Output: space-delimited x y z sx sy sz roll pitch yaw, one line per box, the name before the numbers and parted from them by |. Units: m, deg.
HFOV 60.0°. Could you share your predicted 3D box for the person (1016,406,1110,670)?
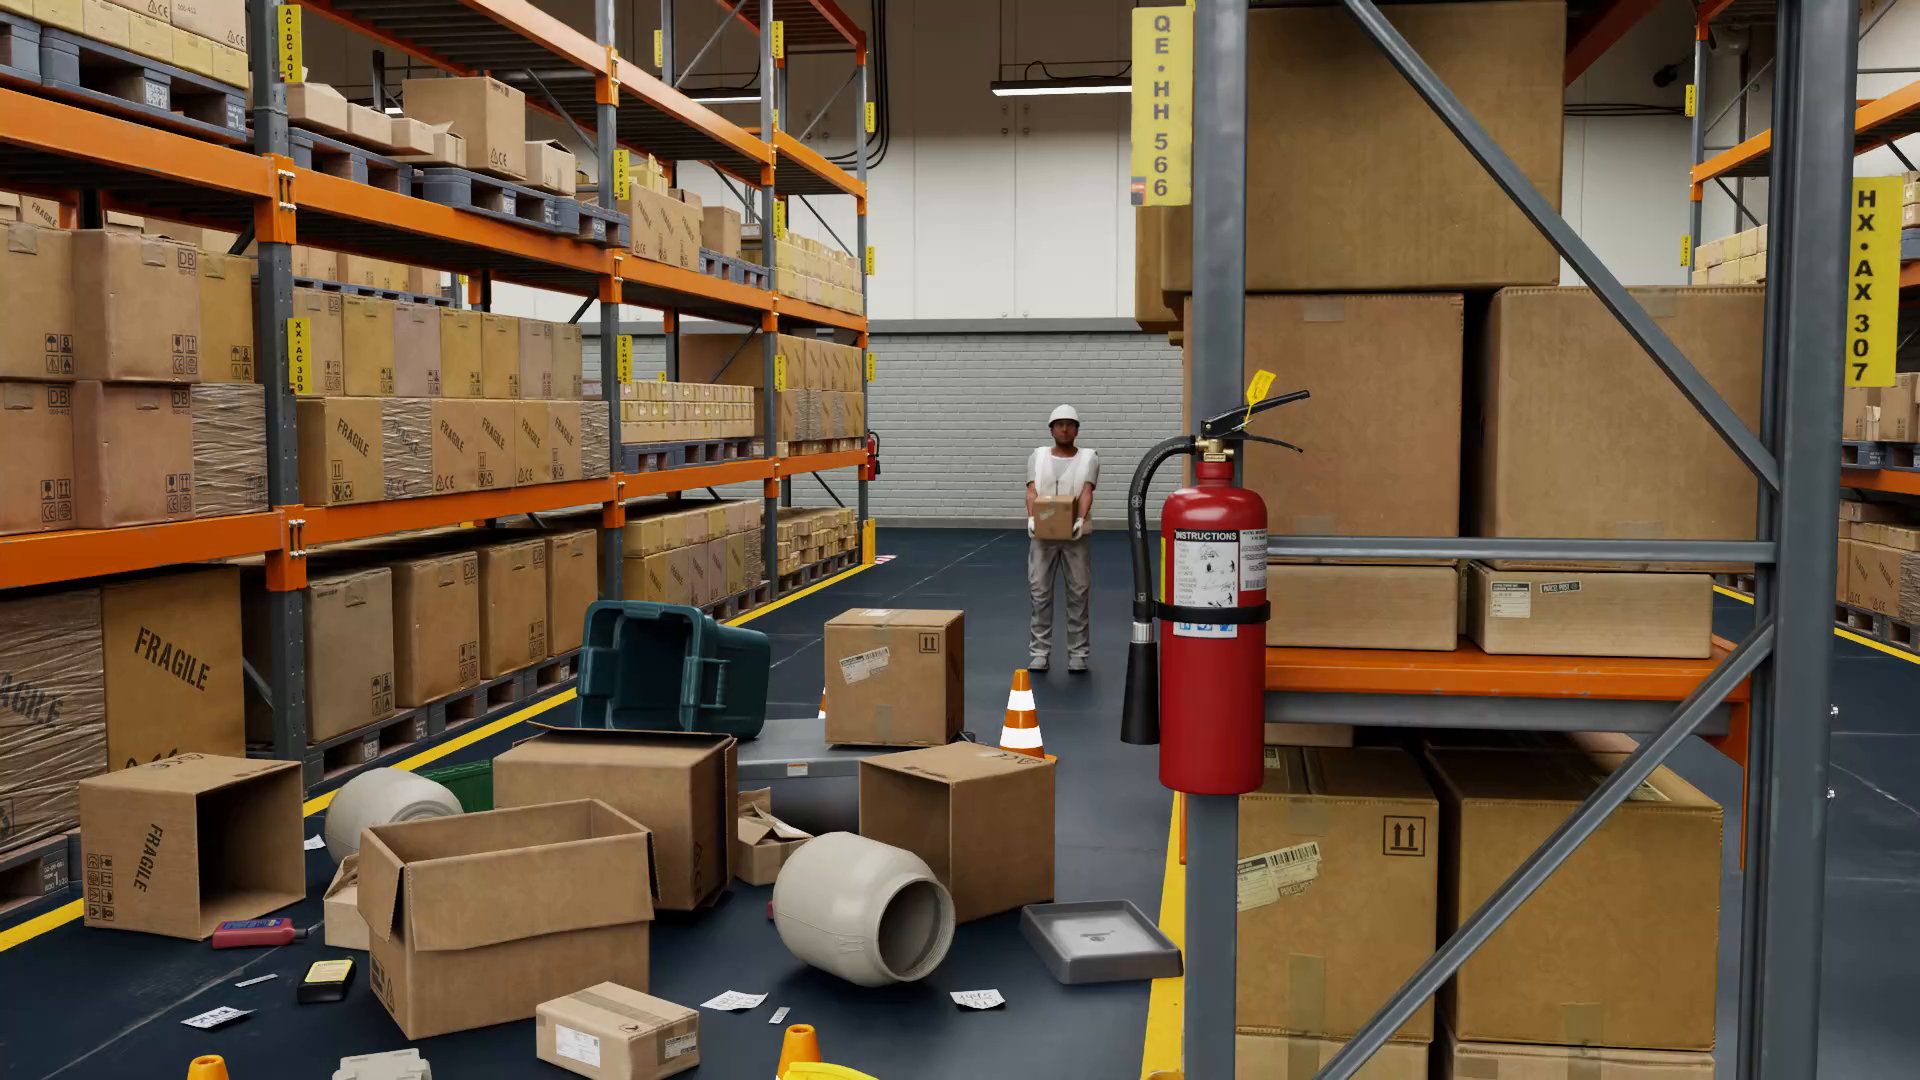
person | 0.692 -0.011 11.156 0.624 1.773 0.451 0 4 5
